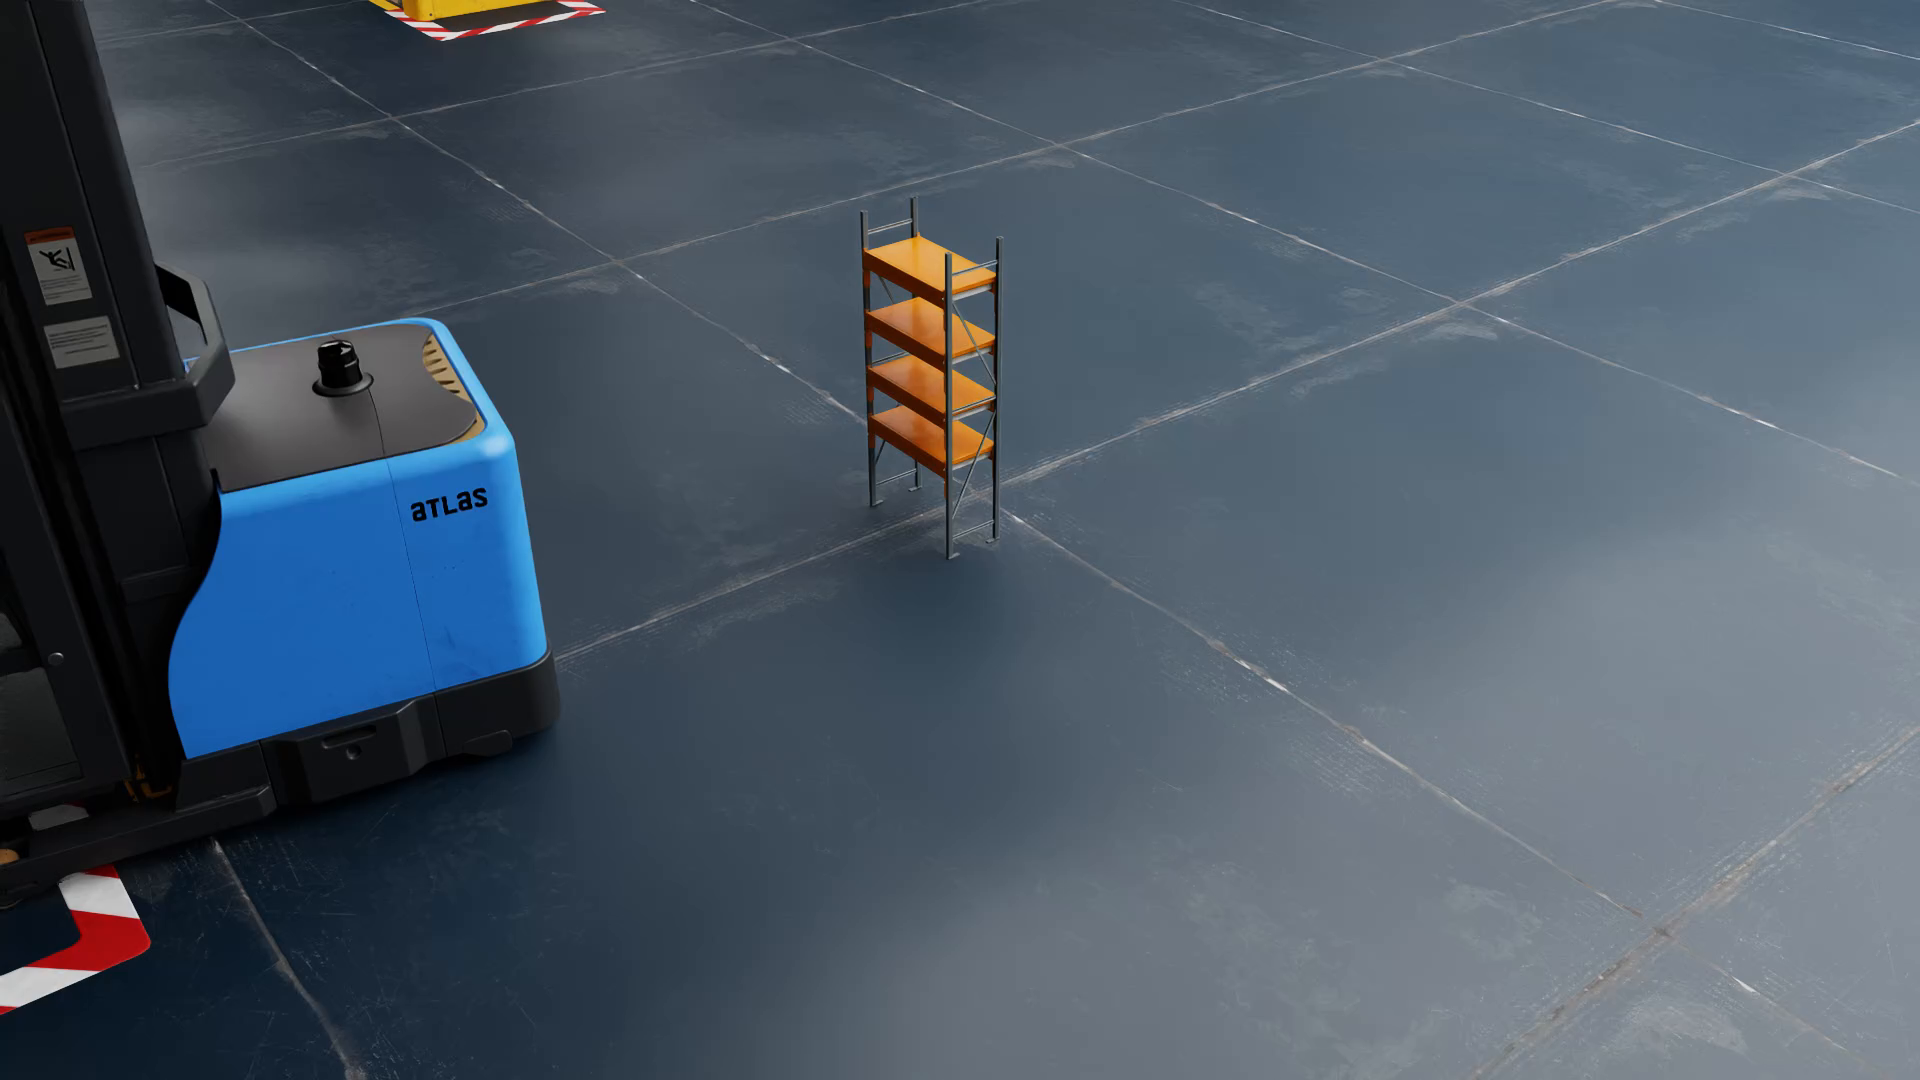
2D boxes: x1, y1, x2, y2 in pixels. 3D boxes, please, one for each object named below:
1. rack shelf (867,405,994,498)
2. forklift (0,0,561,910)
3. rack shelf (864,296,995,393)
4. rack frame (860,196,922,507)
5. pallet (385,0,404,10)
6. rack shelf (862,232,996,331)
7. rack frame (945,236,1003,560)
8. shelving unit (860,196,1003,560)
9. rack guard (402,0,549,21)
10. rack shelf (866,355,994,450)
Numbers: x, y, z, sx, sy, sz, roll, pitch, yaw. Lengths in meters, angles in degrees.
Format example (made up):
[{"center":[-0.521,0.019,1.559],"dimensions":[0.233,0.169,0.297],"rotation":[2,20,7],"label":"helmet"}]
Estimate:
[{"center":[-0.101,-0.353,6.185],"dimensions":[0.258,0.148,0.480],"rotation":[-22,38,-31],"label":"rack shelf"},{"center":[-2.807,-0.494,4.268],"dimensions":[3.031,2.935,1.130],"rotation":[-15,35,-23],"label":"forklift"},{"center":[-0.101,-0.712,5.962],"dimensions":[0.258,0.148,0.480],"rotation":[-22,38,-31],"label":"rack shelf"},{"center":[-0.251,-0.680,6.208],"dimensions":[0.240,1.200,0.015],"rotation":[-22,38,-31],"label":"rack frame"},{"center":[-4.235,-4.568,13.405],"dimensions":[1.003,0.211,1.213],"rotation":[-22,38,-31],"label":"pallet"},{"center":[-0.101,-0.913,5.837],"dimensions":[0.258,0.148,0.480],"rotation":[-22,38,-31],"label":"rack shelf"},{"center":[0.048,-0.477,5.881],"dimensions":[0.240,1.200,0.015],"rotation":[-22,38,-31],"label":"rack frame"},{"center":[-0.101,-0.579,6.045],"dimensions":[0.258,1.200,0.503],"rotation":[-22,38,-31],"label":"shelving unit"},{"center":[-3.719,-4.376,12.821],"dimensions":[1.175,0.500,0.348],"rotation":[-22,38,-31],"label":"rack guard"},{"center":[-0.101,-0.522,6.080],"dimensions":[0.258,0.148,0.480],"rotation":[-22,38,-31],"label":"rack shelf"}]
